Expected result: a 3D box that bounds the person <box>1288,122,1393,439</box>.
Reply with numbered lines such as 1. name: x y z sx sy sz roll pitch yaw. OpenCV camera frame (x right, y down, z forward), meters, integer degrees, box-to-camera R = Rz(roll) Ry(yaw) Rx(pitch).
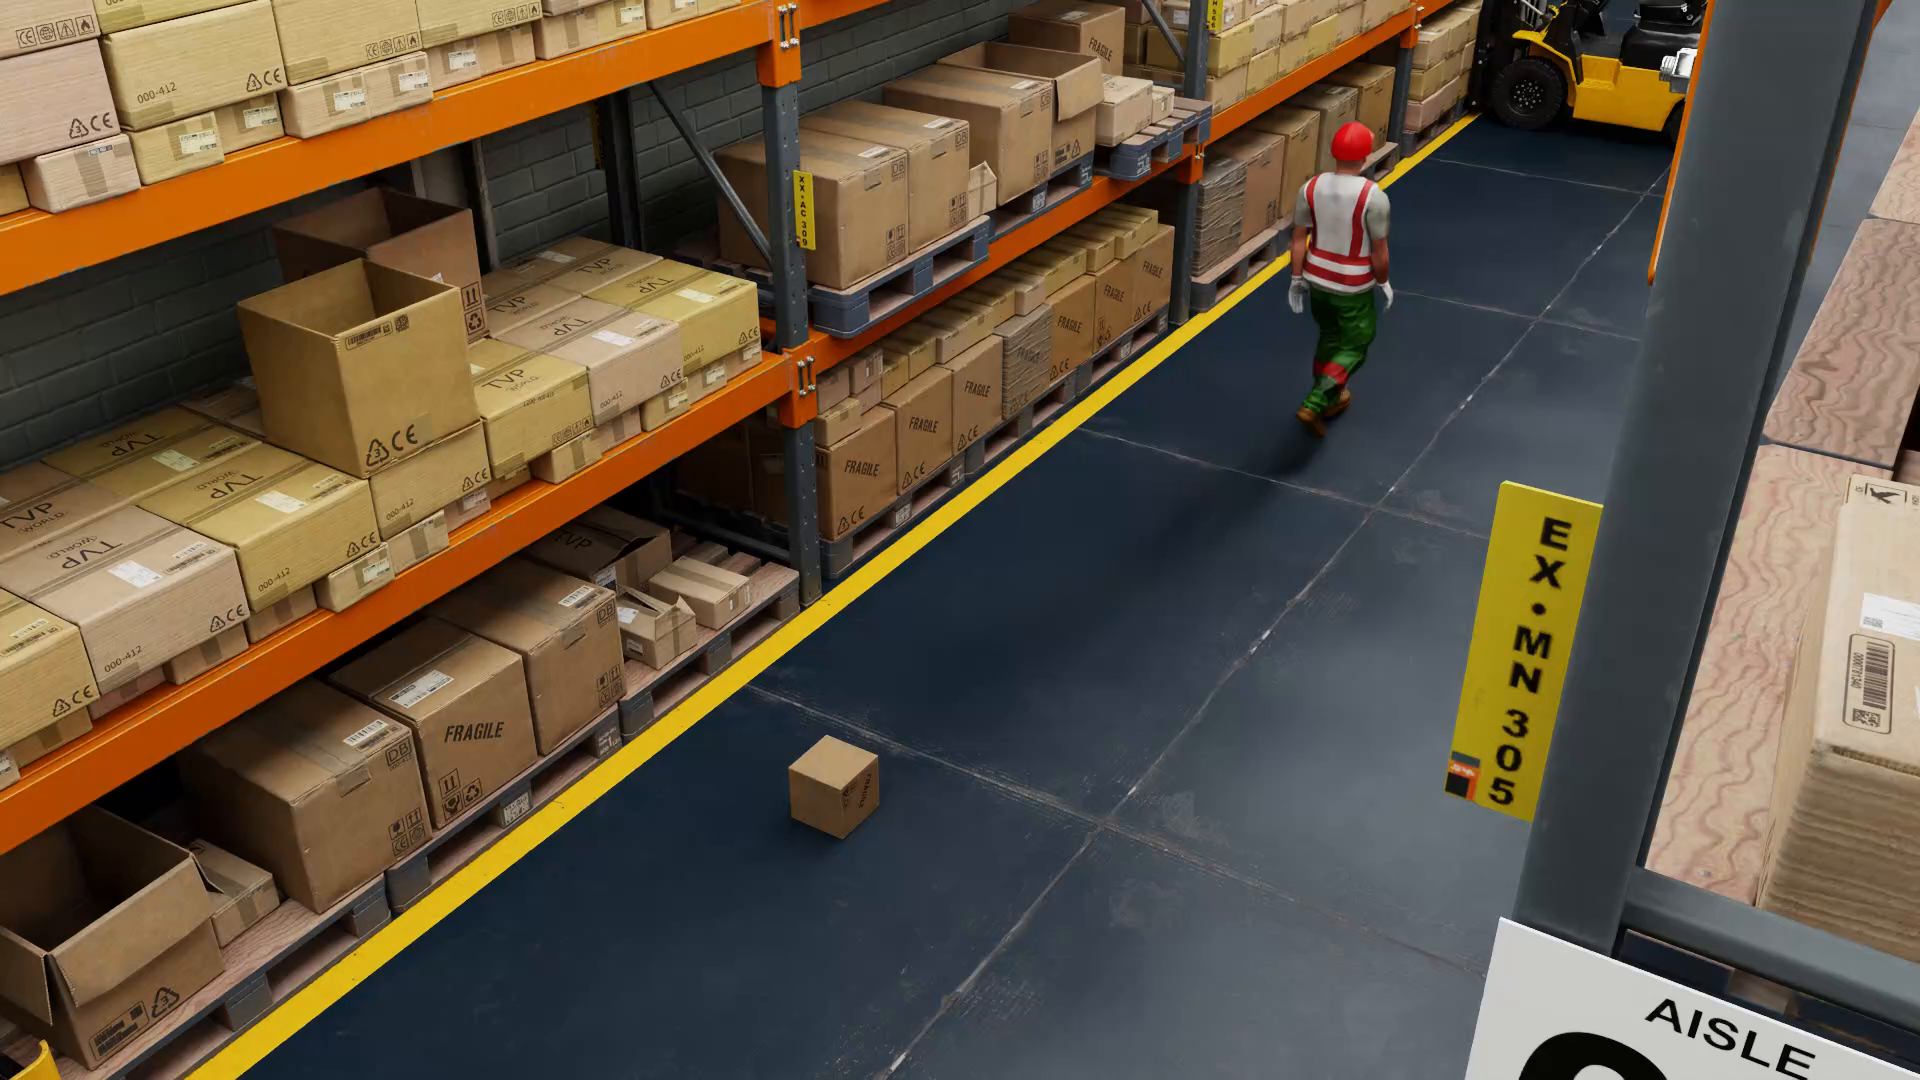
1. person: 2.043 -1.387 8.976 0.533 1.761 0.861 24 38 35
